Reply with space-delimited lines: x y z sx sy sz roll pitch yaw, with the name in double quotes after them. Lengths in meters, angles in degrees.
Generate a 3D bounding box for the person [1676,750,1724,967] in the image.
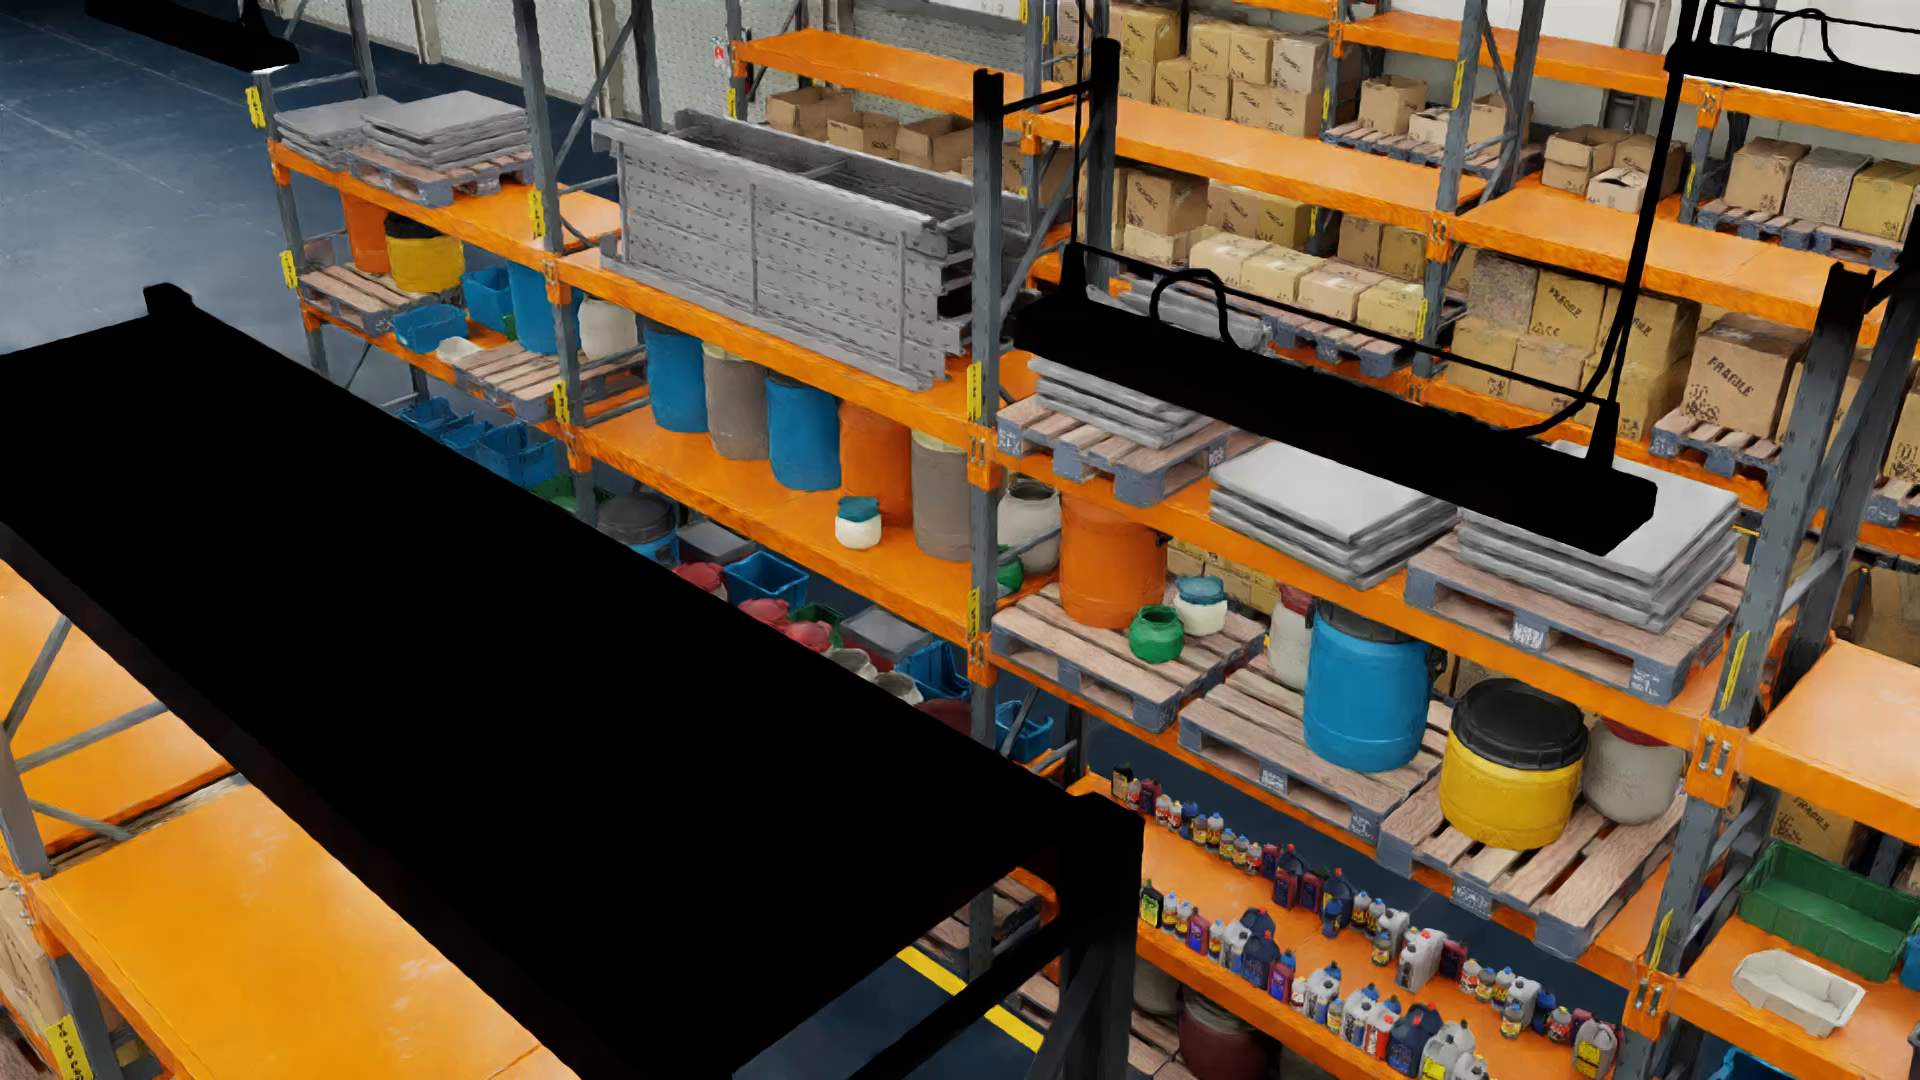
4.740 2.046 10.975 0.981 1.589 0.493 24 37 36 "person"
